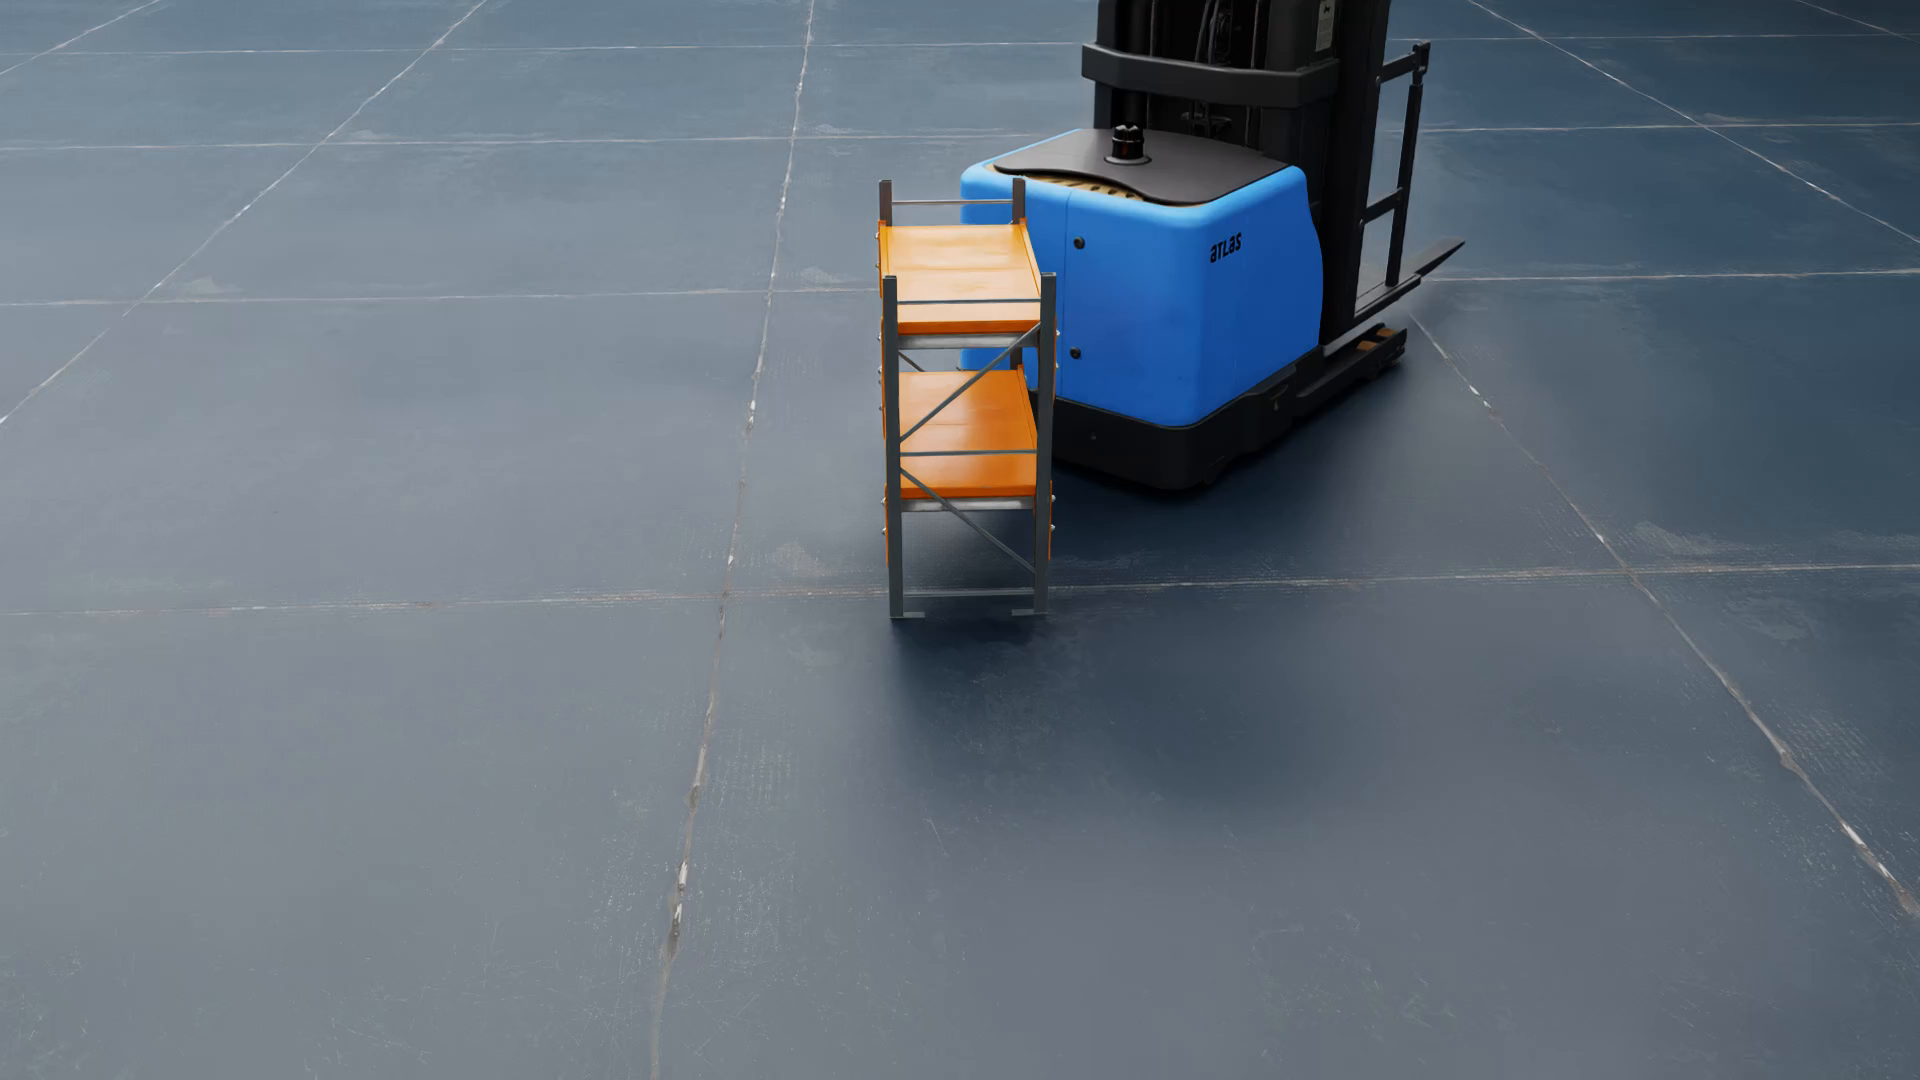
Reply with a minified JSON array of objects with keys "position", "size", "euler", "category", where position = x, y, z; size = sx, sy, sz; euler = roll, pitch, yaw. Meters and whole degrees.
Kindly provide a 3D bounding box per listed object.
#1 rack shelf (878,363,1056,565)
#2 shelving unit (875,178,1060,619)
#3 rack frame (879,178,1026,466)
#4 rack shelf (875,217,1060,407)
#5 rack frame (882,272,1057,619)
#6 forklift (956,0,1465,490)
[{"position":[0.000,-0.279,5.597],"size":[0.538,0.278,1.000],"euler":[-1,28,-3],"category":"rack shelf"},{"position":[0.000,-0.496,5.484],"size":[0.538,1.125,1.048],"euler":[-1,28,-3],"category":"shelving unit"},{"position":[-0.026,-0.730,5.934],"size":[0.500,1.125,0.032],"euler":[-1,28,-3],"category":"rack frame"},{"position":[0.000,-0.755,5.349],"size":[0.538,0.278,1.000],"euler":[-1,28,-3],"category":"rack shelf"},{"position":[0.027,-0.261,5.034],"size":[0.500,1.125,0.032],"euler":[-1,28,-3],"category":"rack frame"},{"position":[1.274,-2.099,6.605],"size":[1.130,2.935,3.031],"euler":[19,33,32],"category":"forklift"}]
